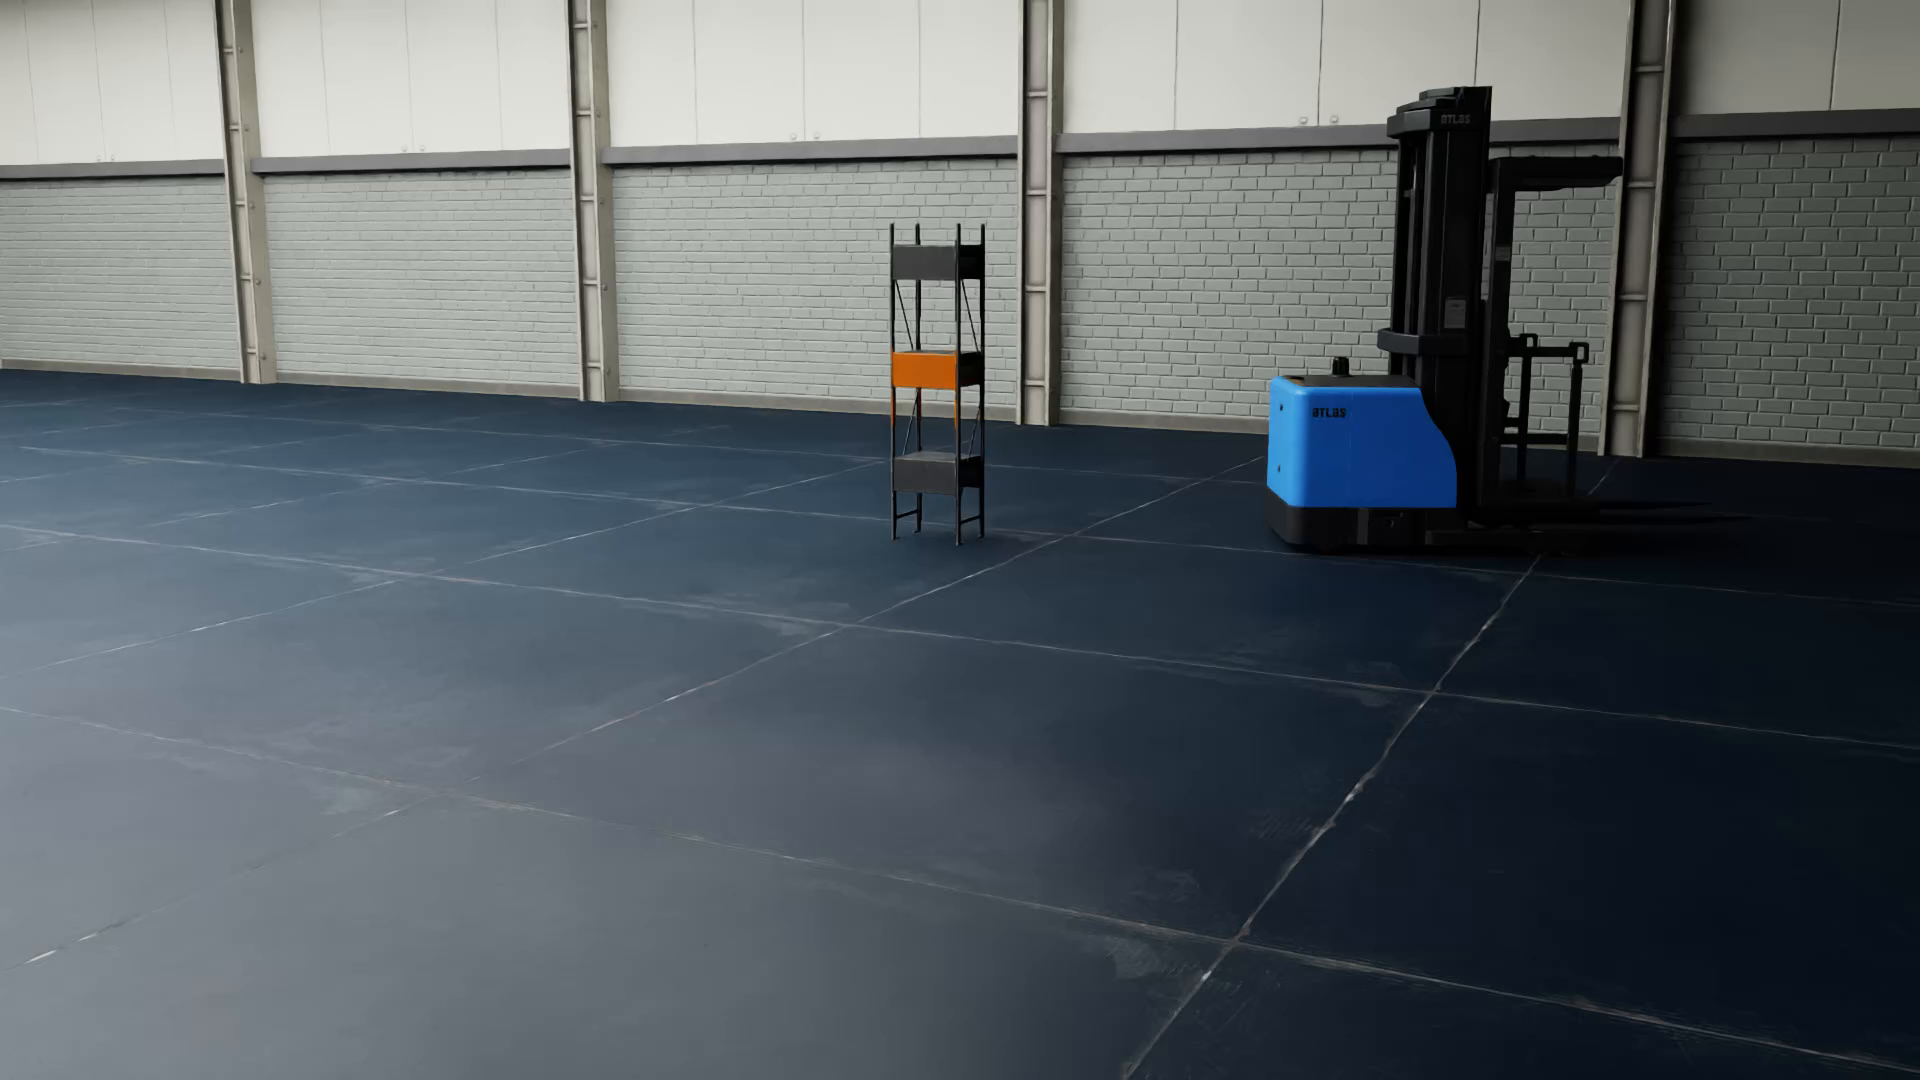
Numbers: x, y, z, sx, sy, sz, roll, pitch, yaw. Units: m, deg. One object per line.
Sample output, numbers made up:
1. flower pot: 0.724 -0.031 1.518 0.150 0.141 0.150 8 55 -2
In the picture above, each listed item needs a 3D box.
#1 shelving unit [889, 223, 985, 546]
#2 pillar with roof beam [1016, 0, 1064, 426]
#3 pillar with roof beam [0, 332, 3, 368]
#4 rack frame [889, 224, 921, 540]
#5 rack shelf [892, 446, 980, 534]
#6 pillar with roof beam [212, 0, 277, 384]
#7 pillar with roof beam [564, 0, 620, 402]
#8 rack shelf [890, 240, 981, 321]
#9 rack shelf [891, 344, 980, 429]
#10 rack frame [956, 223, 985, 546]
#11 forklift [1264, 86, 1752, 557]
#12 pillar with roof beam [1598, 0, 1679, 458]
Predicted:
1. shelving unit: -0.148 -1.046 11.115 0.503 2.100 0.431 5 11 26
2. pillar with roof beam: -1.047 -5.018 13.689 0.400 9.000 9.100 5 11 26
3. pillar with roof beam: -17.189 -6.437 21.526 0.400 9.000 9.100 5 11 26
4. rack frame: -0.367 -1.065 11.222 0.015 2.100 0.400 5 11 26
5. rack shelf: -0.148 -0.344 11.242 0.480 0.518 0.431 5 11 26
6. pillar with roof beam: -11.809 -5.964 18.914 0.400 9.000 9.100 5 11 26
7. pillar with roof beam: -6.428 -5.491 16.301 0.400 9.000 9.100 5 11 26
8. rack shelf: -0.148 -1.722 10.993 0.480 0.518 0.431 5 11 26
9. rack shelf: -0.148 -1.033 11.118 0.480 0.518 0.431 5 11 26
10. rack frame: 0.070 -1.027 11.009 0.015 2.100 0.400 5 11 26
11. forklift: 3.630 -1.432 10.912 3.031 2.935 1.130 0 10 1
12. pillar with roof beam: 4.334 -4.545 11.077 0.400 9.000 9.100 5 11 26
